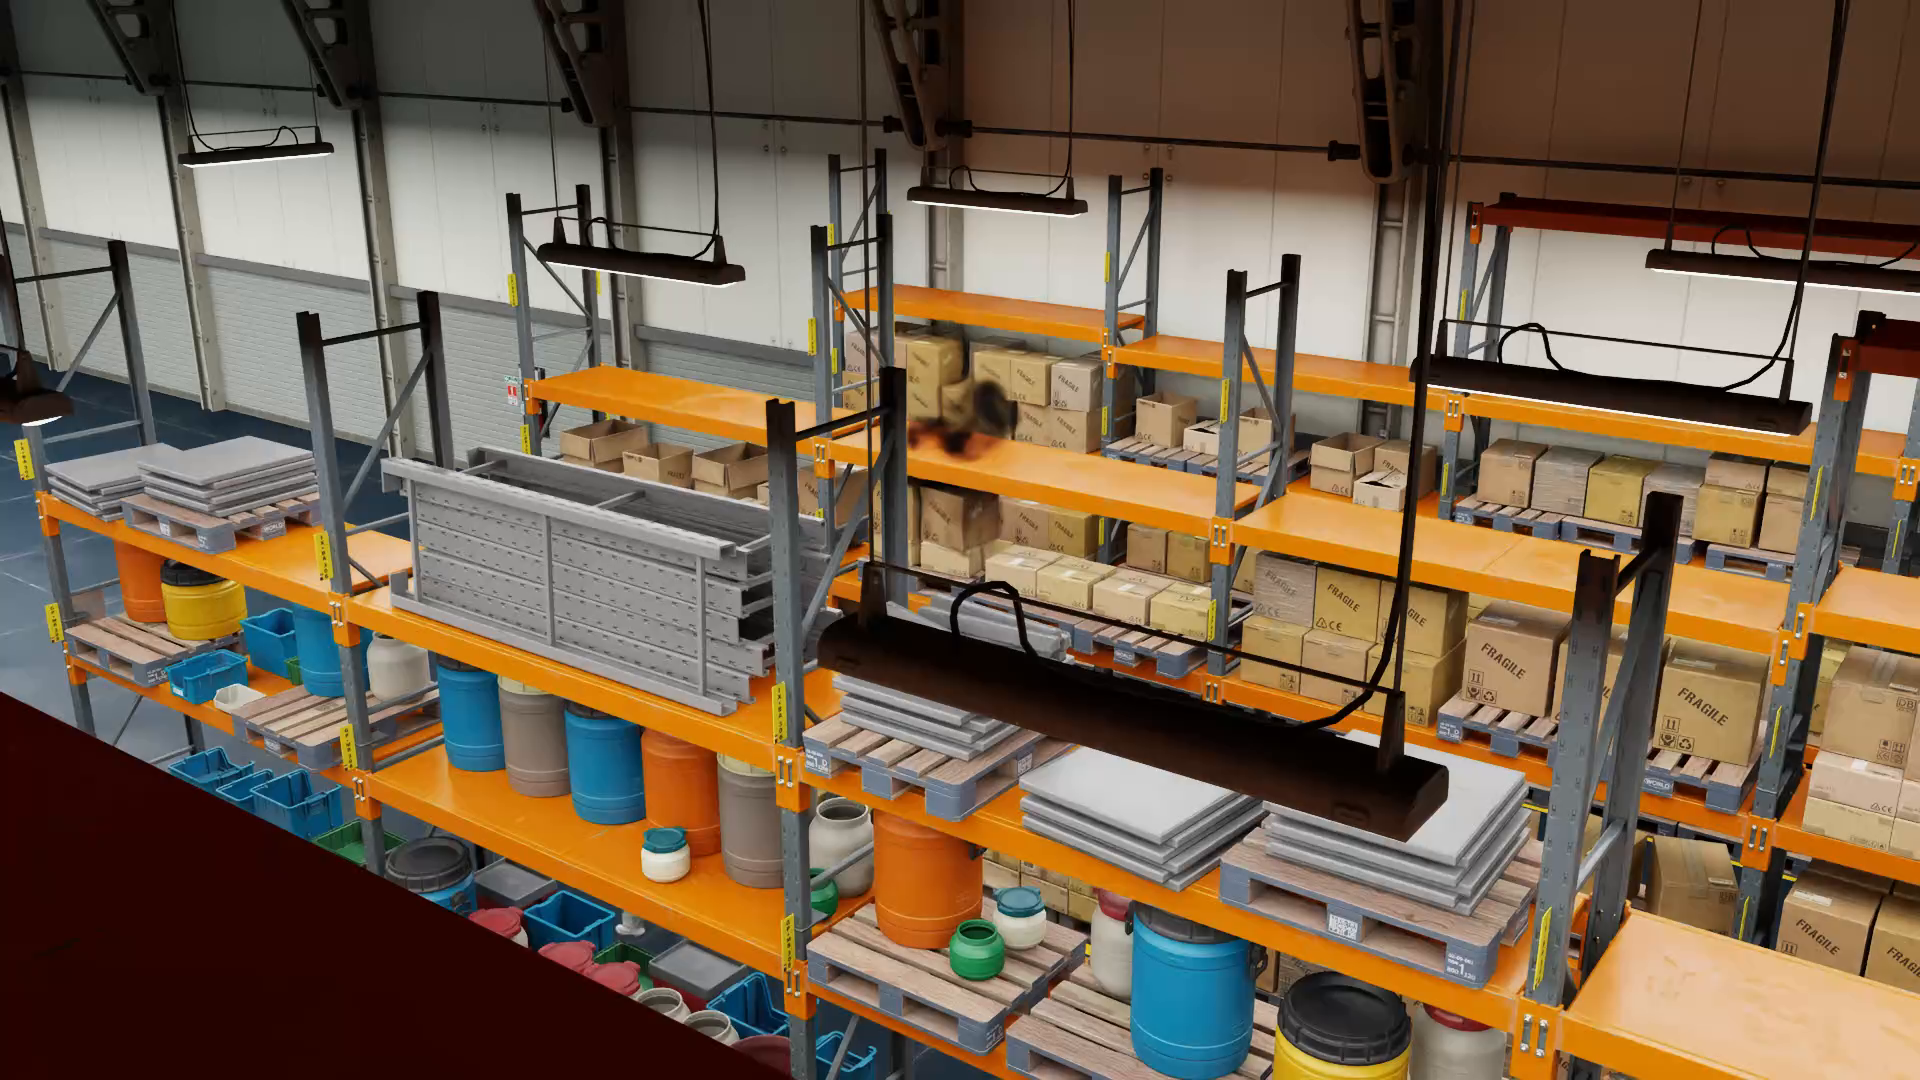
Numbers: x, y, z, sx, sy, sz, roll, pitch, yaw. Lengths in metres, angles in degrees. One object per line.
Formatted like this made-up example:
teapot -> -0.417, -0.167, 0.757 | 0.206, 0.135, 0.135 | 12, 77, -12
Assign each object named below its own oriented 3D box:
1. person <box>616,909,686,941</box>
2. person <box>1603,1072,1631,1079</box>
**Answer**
person -> -2.590, 2.652, 13.783 | 0.892, 1.649, 0.588 | 9, 21, 26
person -> 4.087, 4.064, 10.492 | 0.575, 1.609, 0.614 | 10, 21, 27
